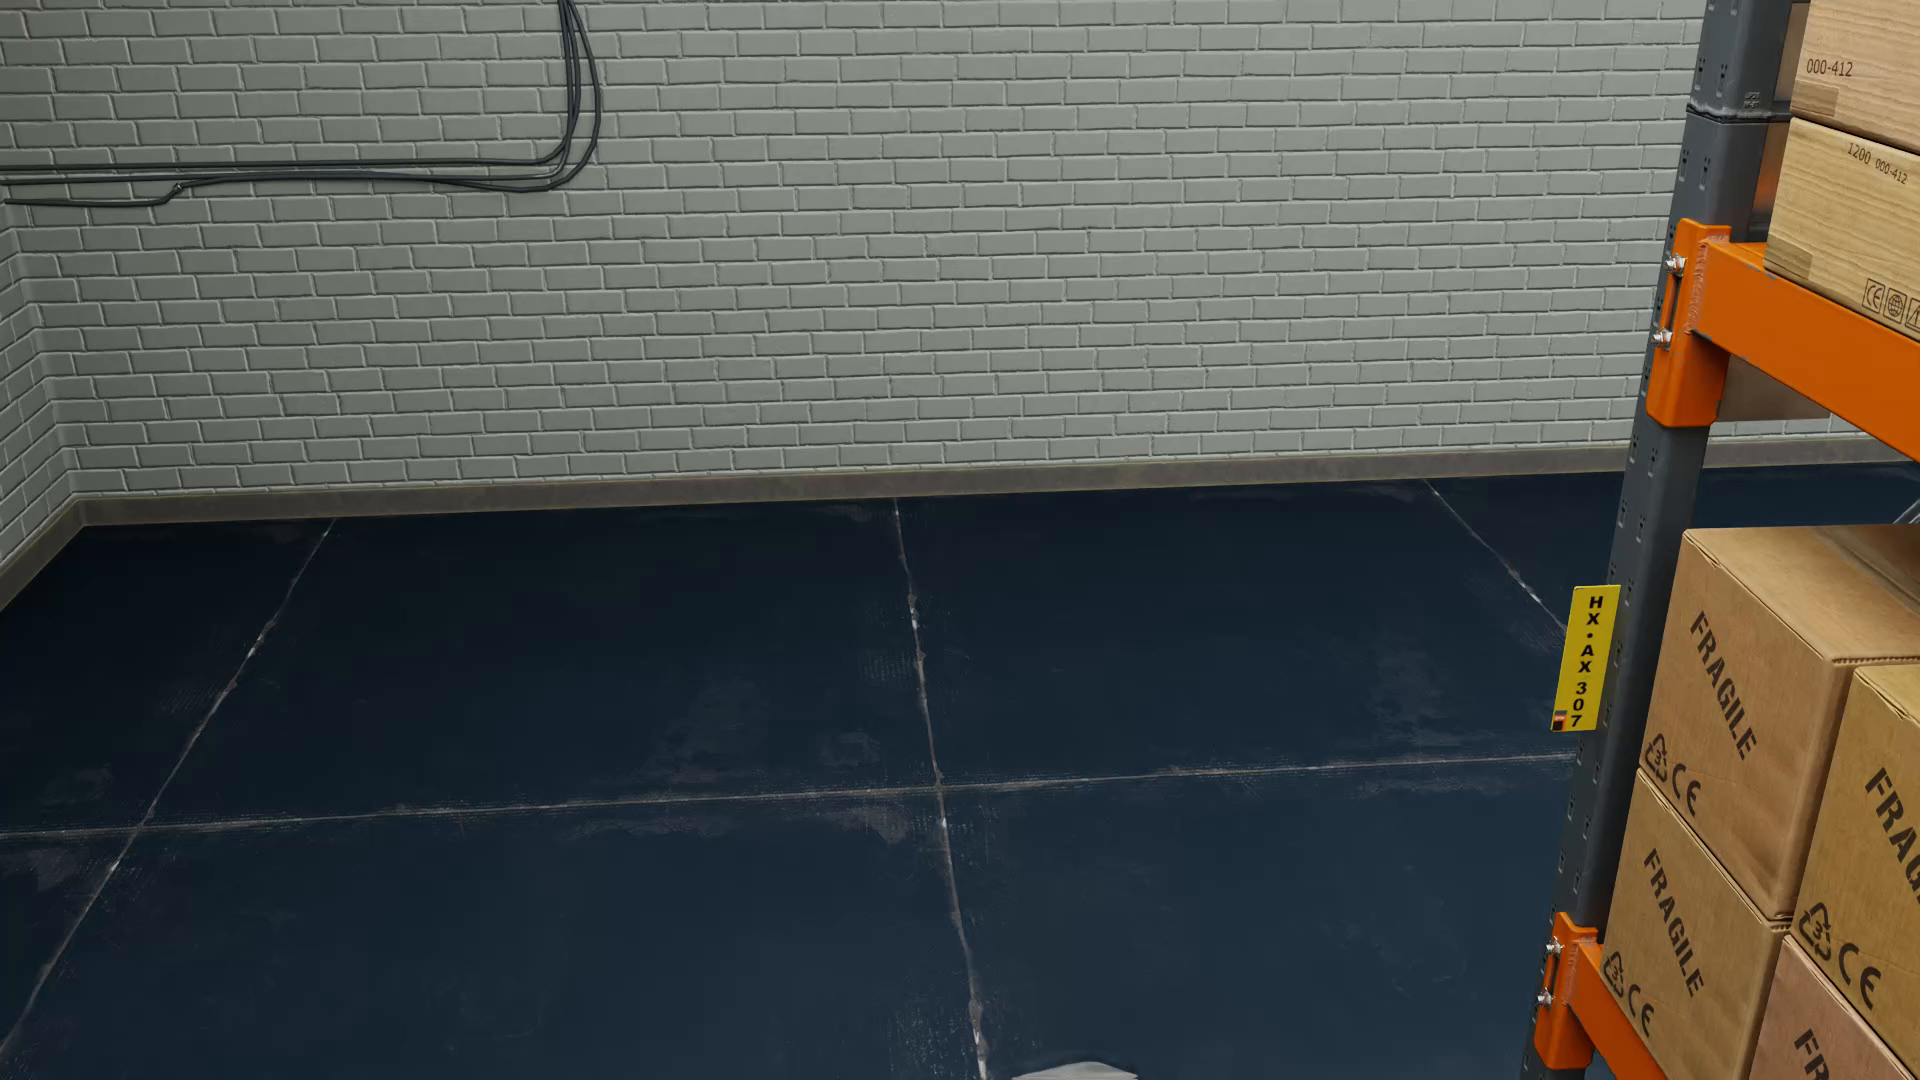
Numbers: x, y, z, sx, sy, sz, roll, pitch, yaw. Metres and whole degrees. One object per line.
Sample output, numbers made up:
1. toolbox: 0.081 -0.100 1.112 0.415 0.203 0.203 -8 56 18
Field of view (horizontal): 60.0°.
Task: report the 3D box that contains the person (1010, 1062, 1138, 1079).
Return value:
1. person: 0.187 1.645 2.859 0.483 1.739 0.467 0 24 0
